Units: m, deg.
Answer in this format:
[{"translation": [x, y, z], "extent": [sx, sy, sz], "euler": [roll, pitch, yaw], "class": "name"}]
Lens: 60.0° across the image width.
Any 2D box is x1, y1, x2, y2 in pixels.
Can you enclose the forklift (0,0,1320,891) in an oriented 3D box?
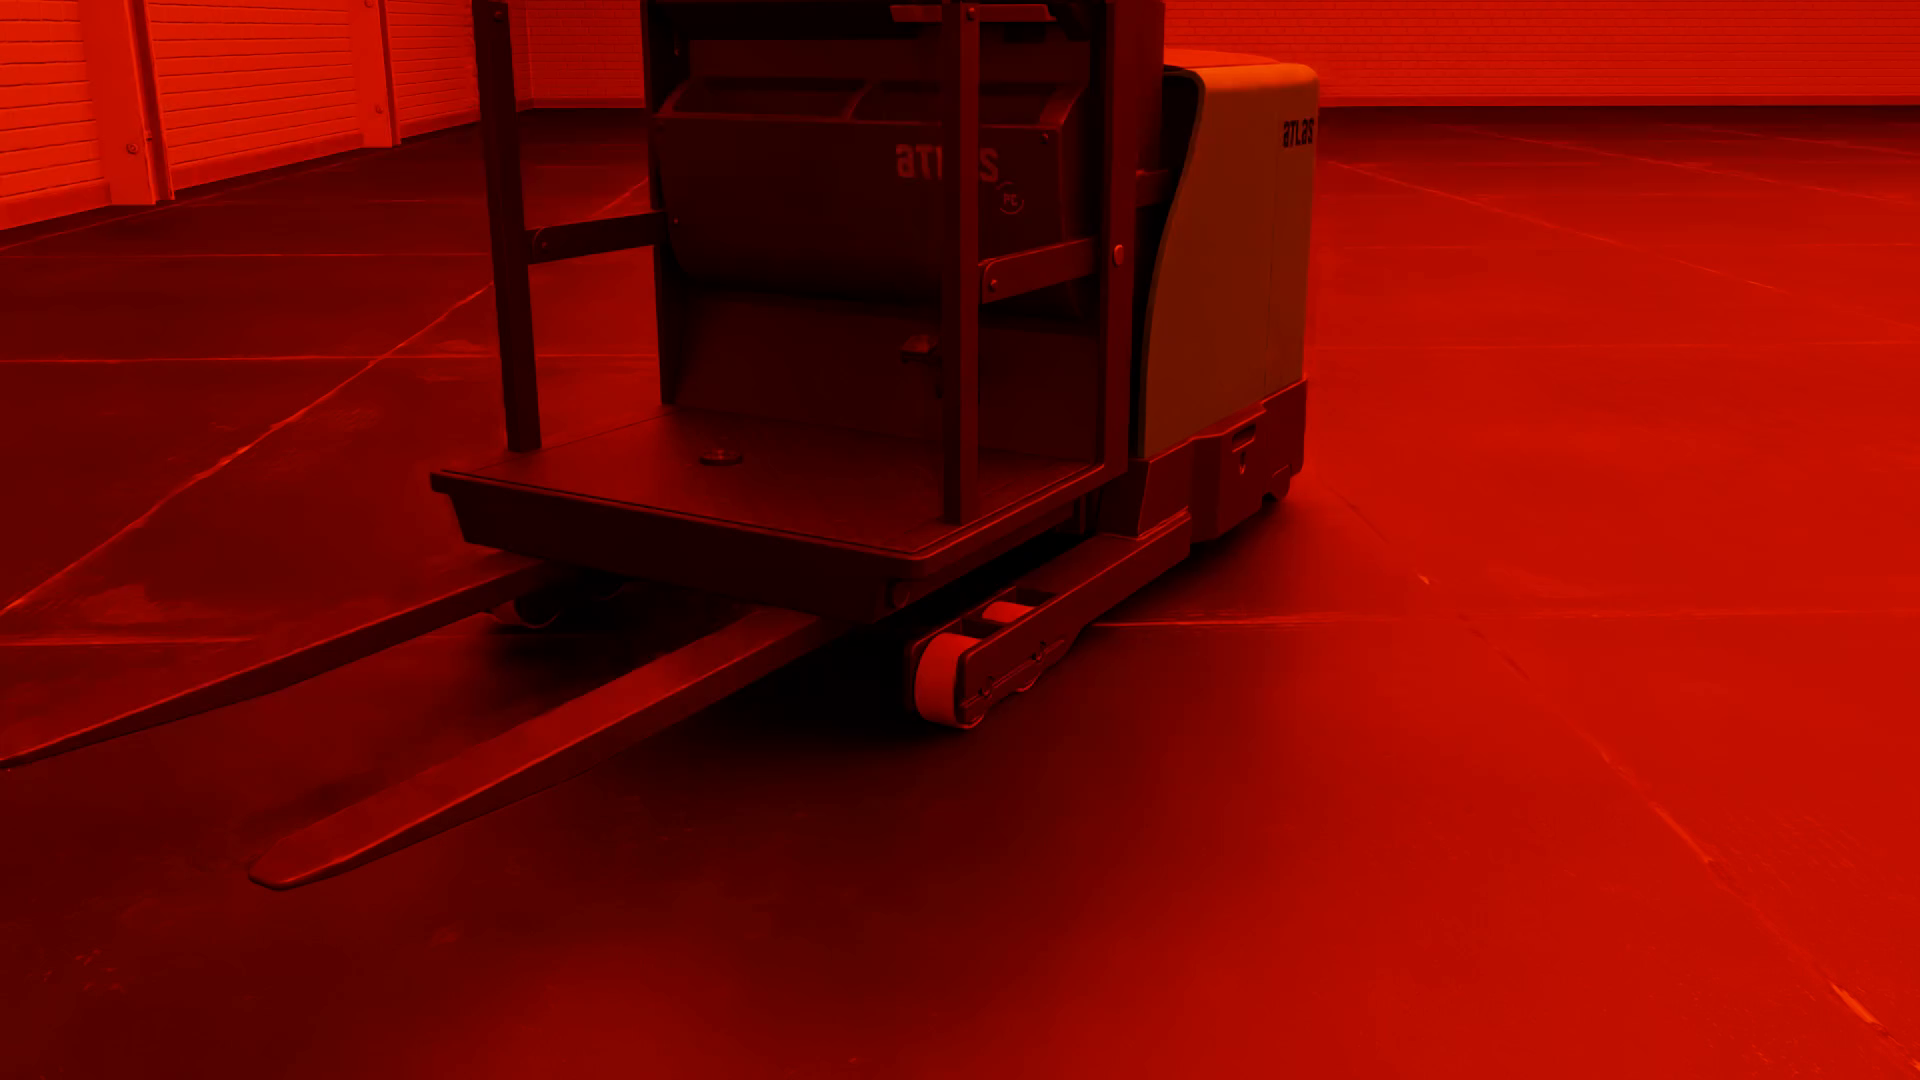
[{"translation": [-0.295, -1.228, 2.922], "extent": [1.130, 2.935, 3.031], "euler": [10, 19, 29], "class": "forklift"}]
